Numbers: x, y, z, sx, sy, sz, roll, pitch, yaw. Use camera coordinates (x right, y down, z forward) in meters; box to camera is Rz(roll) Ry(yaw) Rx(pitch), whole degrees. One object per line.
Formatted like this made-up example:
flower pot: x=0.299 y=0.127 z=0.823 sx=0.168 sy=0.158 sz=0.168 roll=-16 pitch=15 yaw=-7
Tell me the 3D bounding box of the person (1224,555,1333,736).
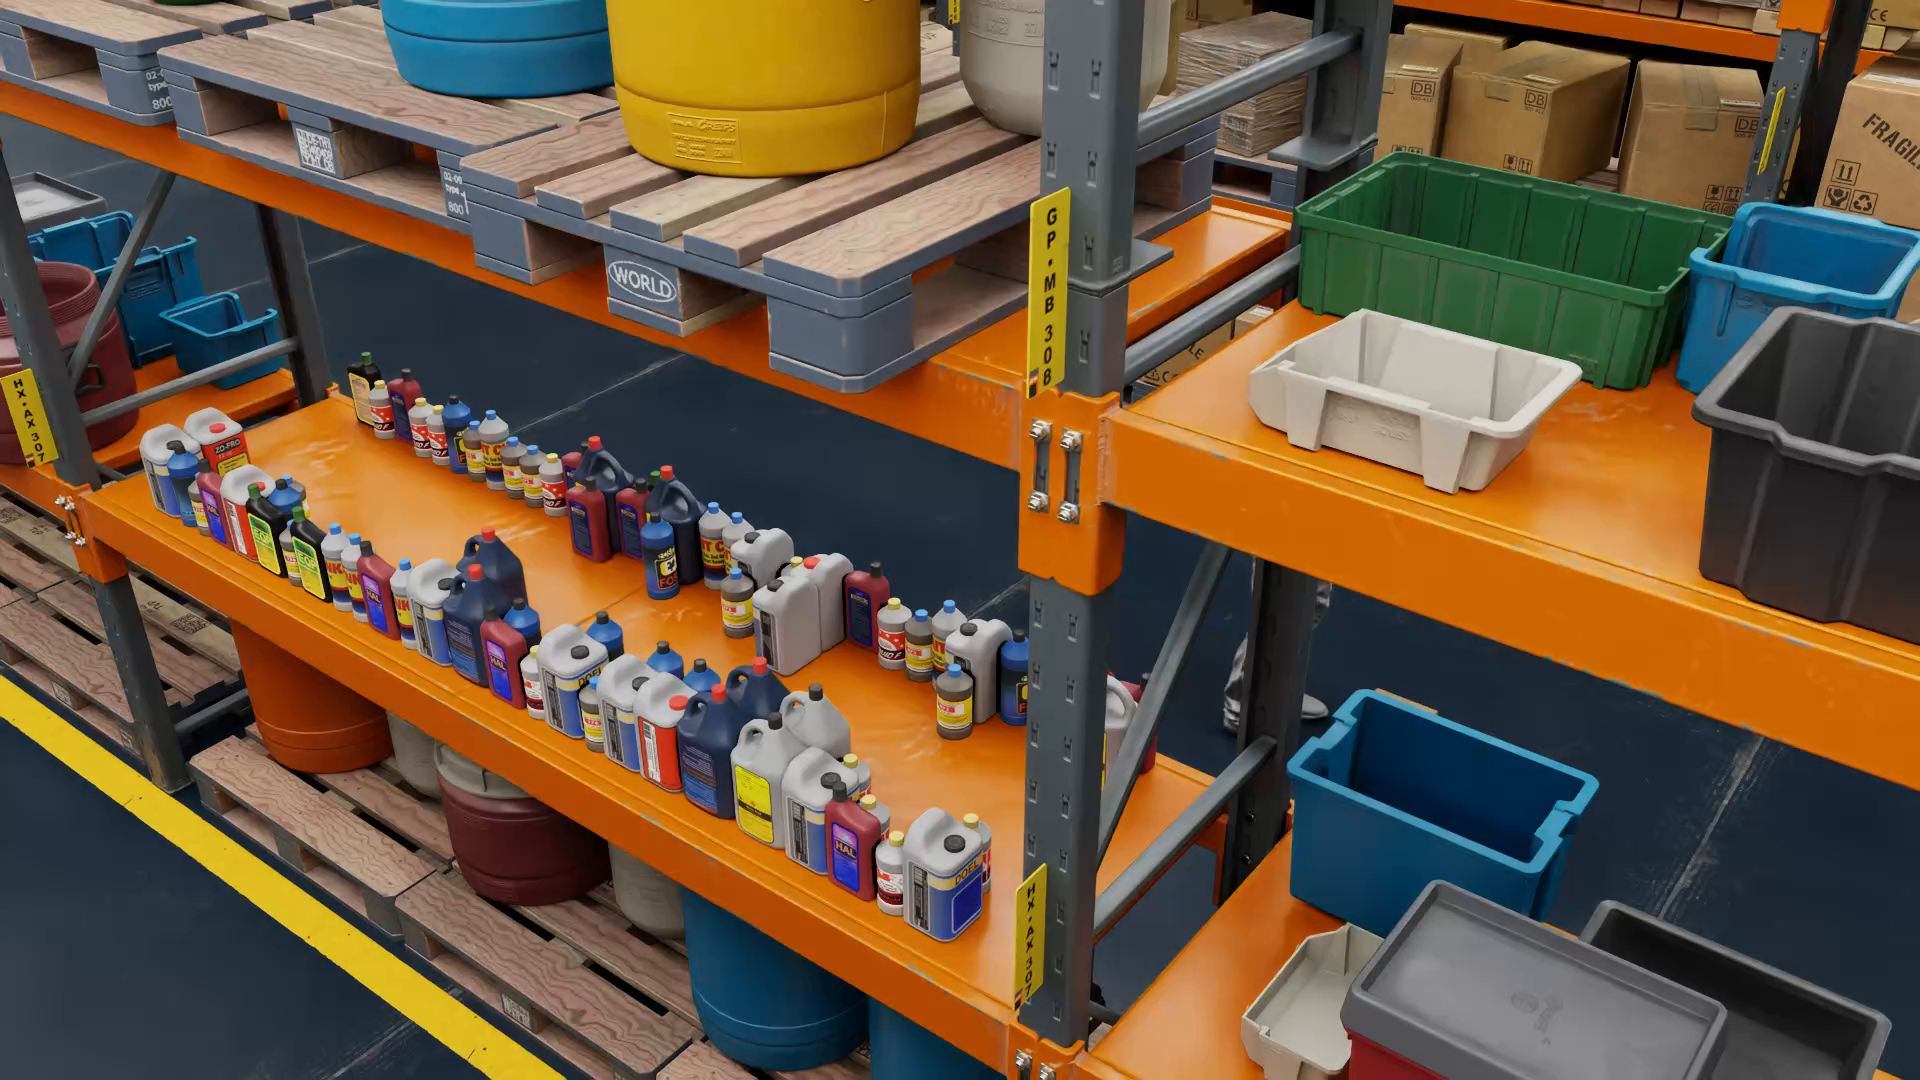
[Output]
person: x=1.255 y=-0.054 z=6.218 sx=0.367 sy=1.775 sz=0.551 roll=22 pitch=37 yaw=32
